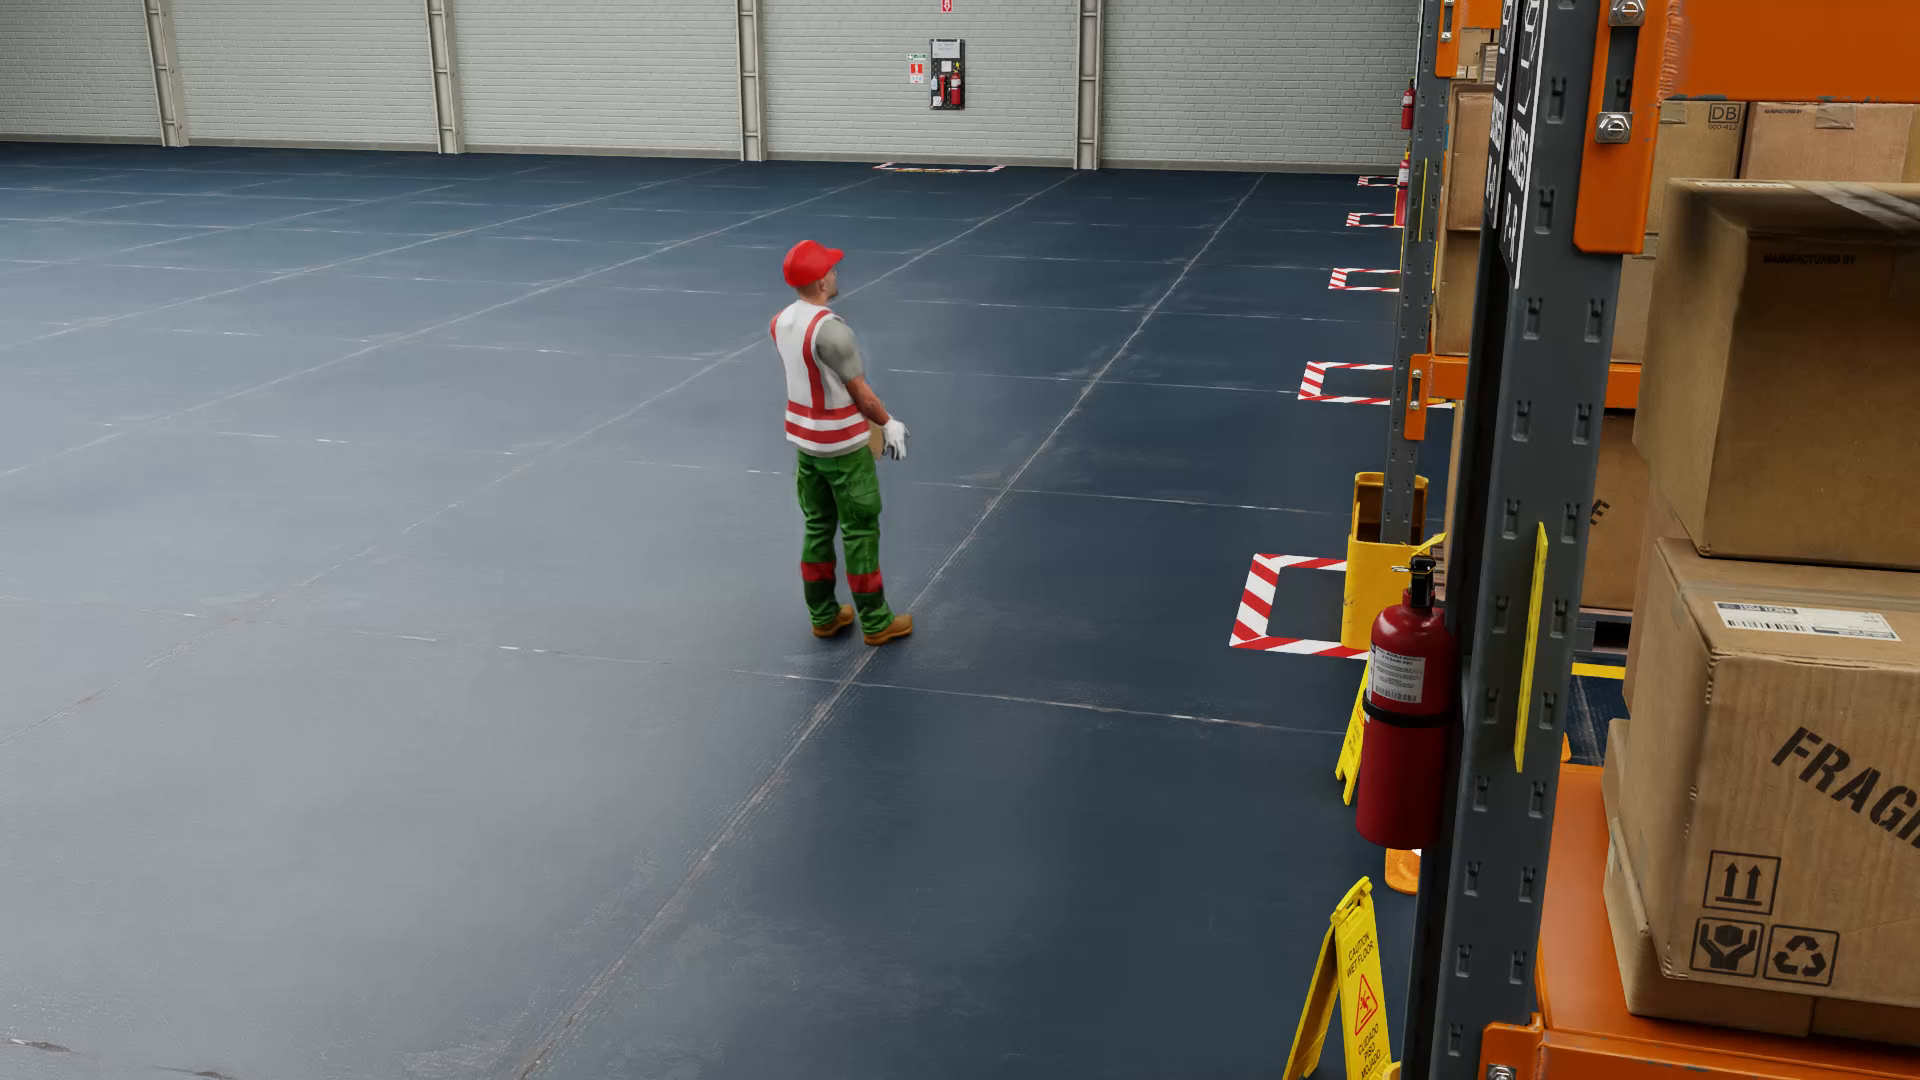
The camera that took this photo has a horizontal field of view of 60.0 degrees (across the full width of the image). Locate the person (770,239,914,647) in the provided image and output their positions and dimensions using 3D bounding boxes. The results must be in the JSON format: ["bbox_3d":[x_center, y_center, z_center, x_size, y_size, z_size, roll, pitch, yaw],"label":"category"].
[{"bbox_3d":[-0.520,-0.432,7.320,0.526,1.792,0.524,-14,23,-37],"label":"person"}]
